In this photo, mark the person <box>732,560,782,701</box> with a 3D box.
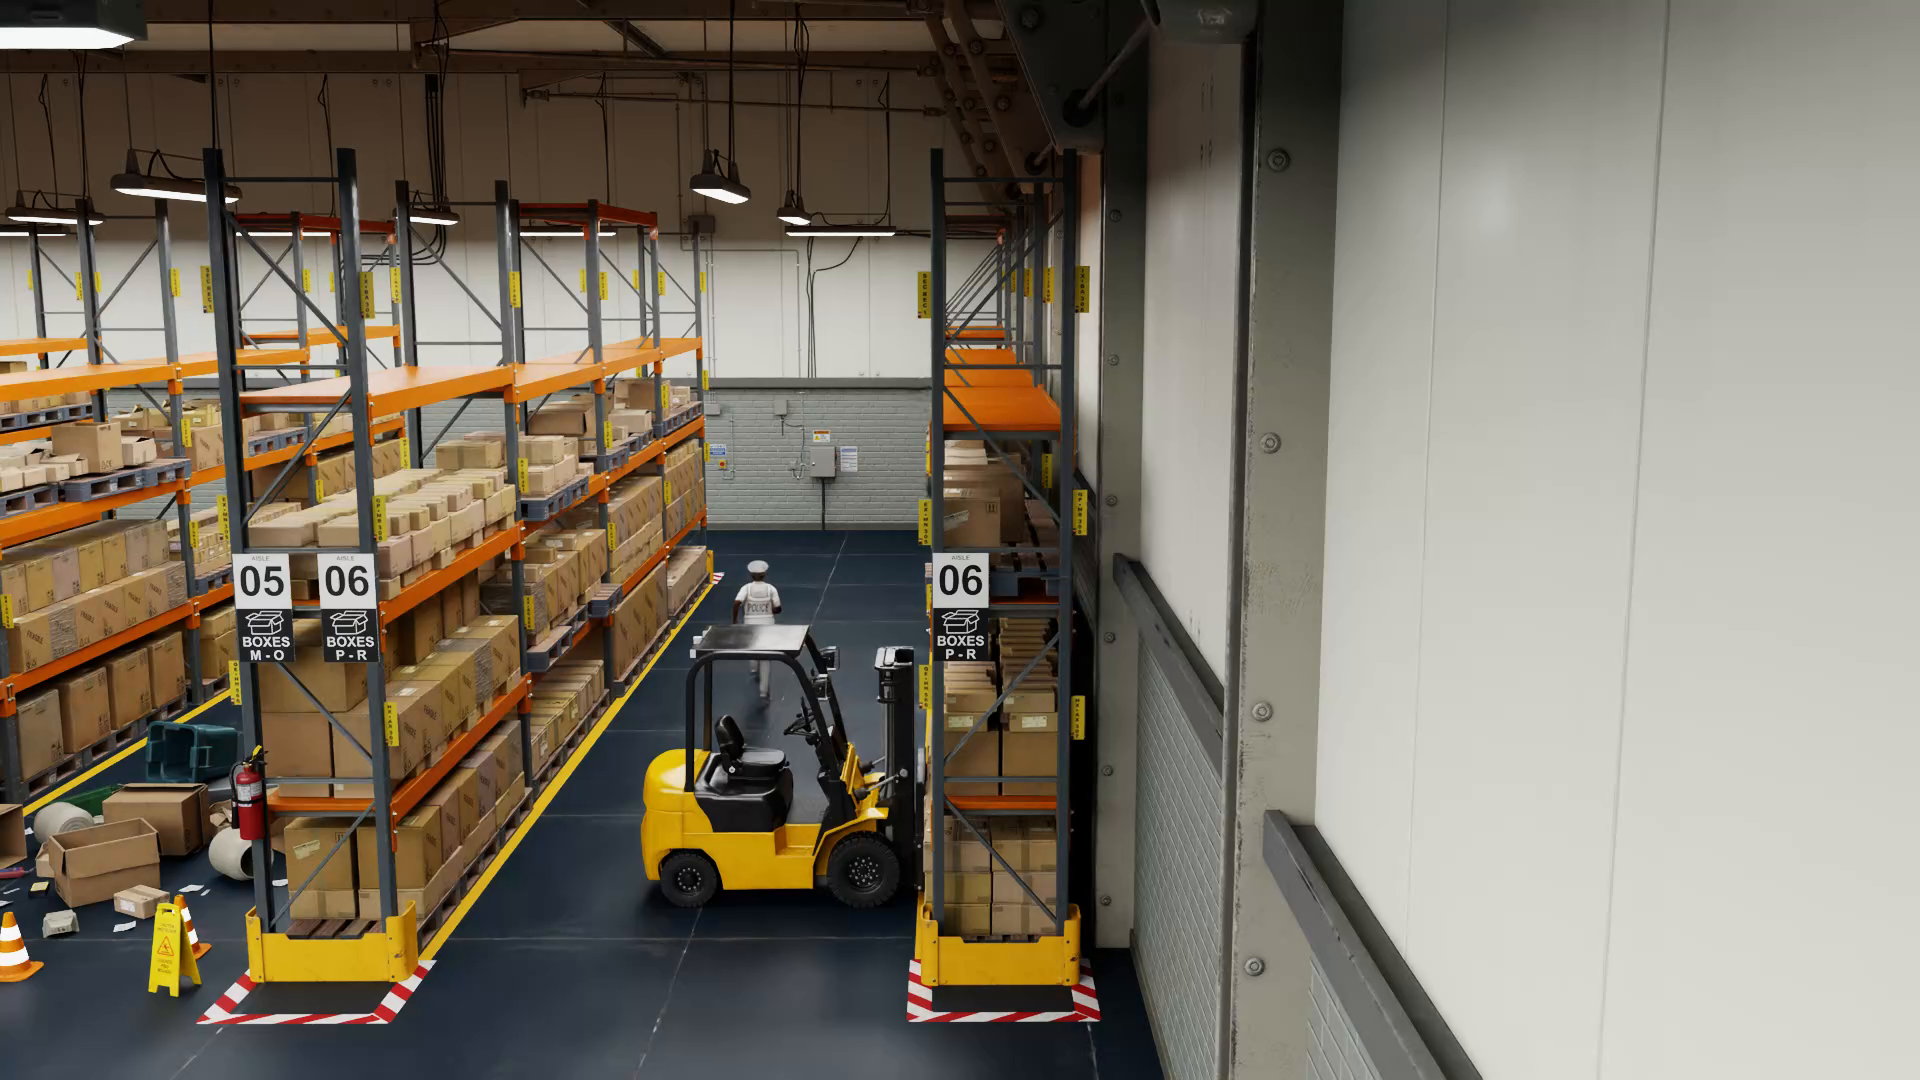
[{"bbox_3d":[-2.448,1.086,20.137,0.590,1.656,0.813,-1,9,-4],"label":"person"}]
